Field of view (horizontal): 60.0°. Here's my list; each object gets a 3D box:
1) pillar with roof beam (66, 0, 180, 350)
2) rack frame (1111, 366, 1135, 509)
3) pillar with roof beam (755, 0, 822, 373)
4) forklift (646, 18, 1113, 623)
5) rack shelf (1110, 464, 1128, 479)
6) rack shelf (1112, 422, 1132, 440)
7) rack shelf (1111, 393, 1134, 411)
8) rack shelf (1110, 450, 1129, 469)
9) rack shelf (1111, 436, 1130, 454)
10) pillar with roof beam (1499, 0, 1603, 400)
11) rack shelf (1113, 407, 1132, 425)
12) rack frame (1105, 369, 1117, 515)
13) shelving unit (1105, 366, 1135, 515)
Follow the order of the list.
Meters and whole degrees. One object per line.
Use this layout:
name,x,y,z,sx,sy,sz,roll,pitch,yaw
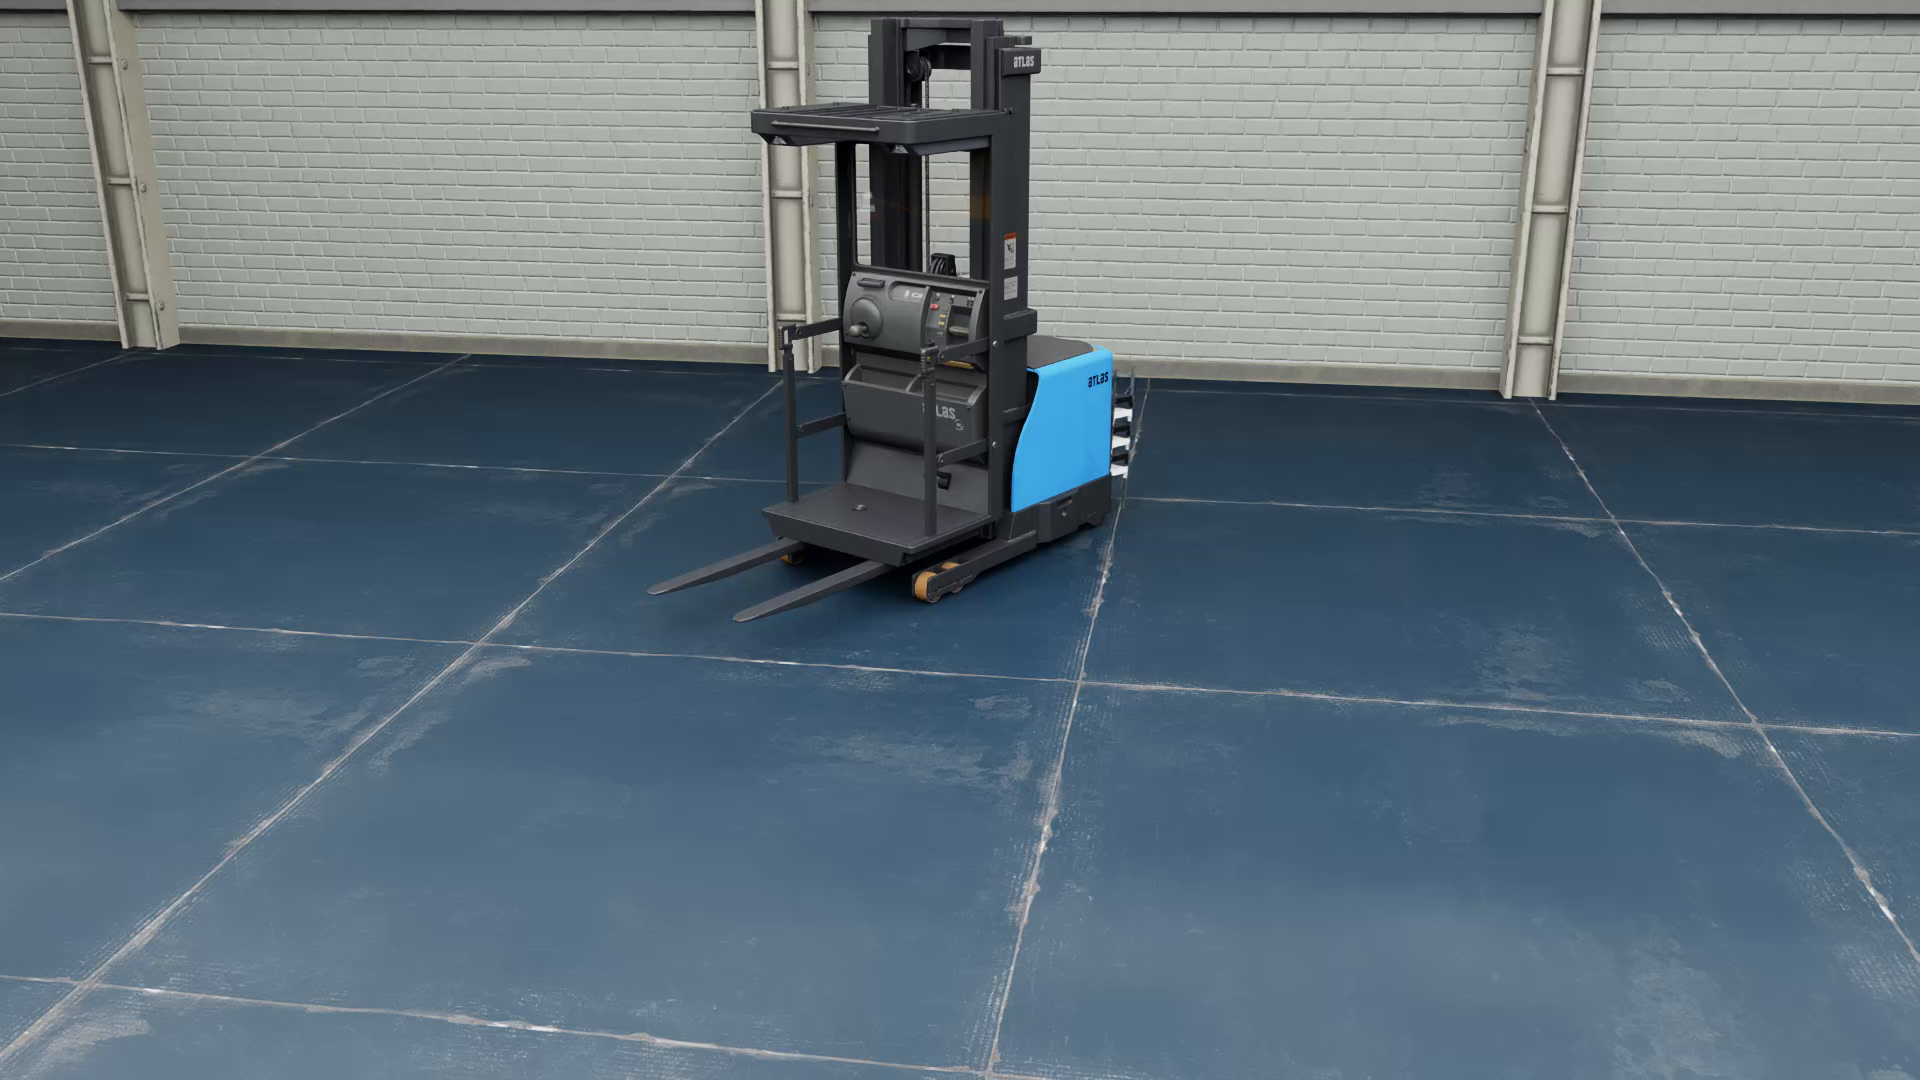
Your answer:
pillar with roof beam,-8.006,-4.684,9.620,0.400,9.000,9.100,3,19,9
rack frame,0.951,-0.649,10.328,0.240,0.900,0.006,14,18,35
pillar with roof beam,-2.082,-4.382,8.717,0.400,9.000,9.100,3,19,9
forklift,-0.383,-1.233,8.870,1.130,2.935,3.031,14,23,36
rack shelf,0.879,-0.426,10.304,0.258,0.077,0.200,14,18,35
rack shelf,0.892,-0.686,10.235,0.258,0.077,0.200,14,18,35
rack shelf,0.901,-0.860,10.189,0.258,0.077,0.200,14,18,35
rack shelf,0.883,-0.512,10.281,0.258,0.077,0.200,14,18,35
rack shelf,0.888,-0.599,10.258,0.258,0.077,0.200,14,18,35
pillar with roof beam,3.842,-4.080,7.815,0.400,9.000,9.100,3,19,9
rack shelf,0.896,-0.773,10.212,0.258,0.077,0.200,14,18,35
rack frame,0.827,-0.614,10.171,0.240,0.900,0.006,14,18,35
shelving unit,0.889,-0.631,10.250,0.258,0.900,0.210,14,18,35
